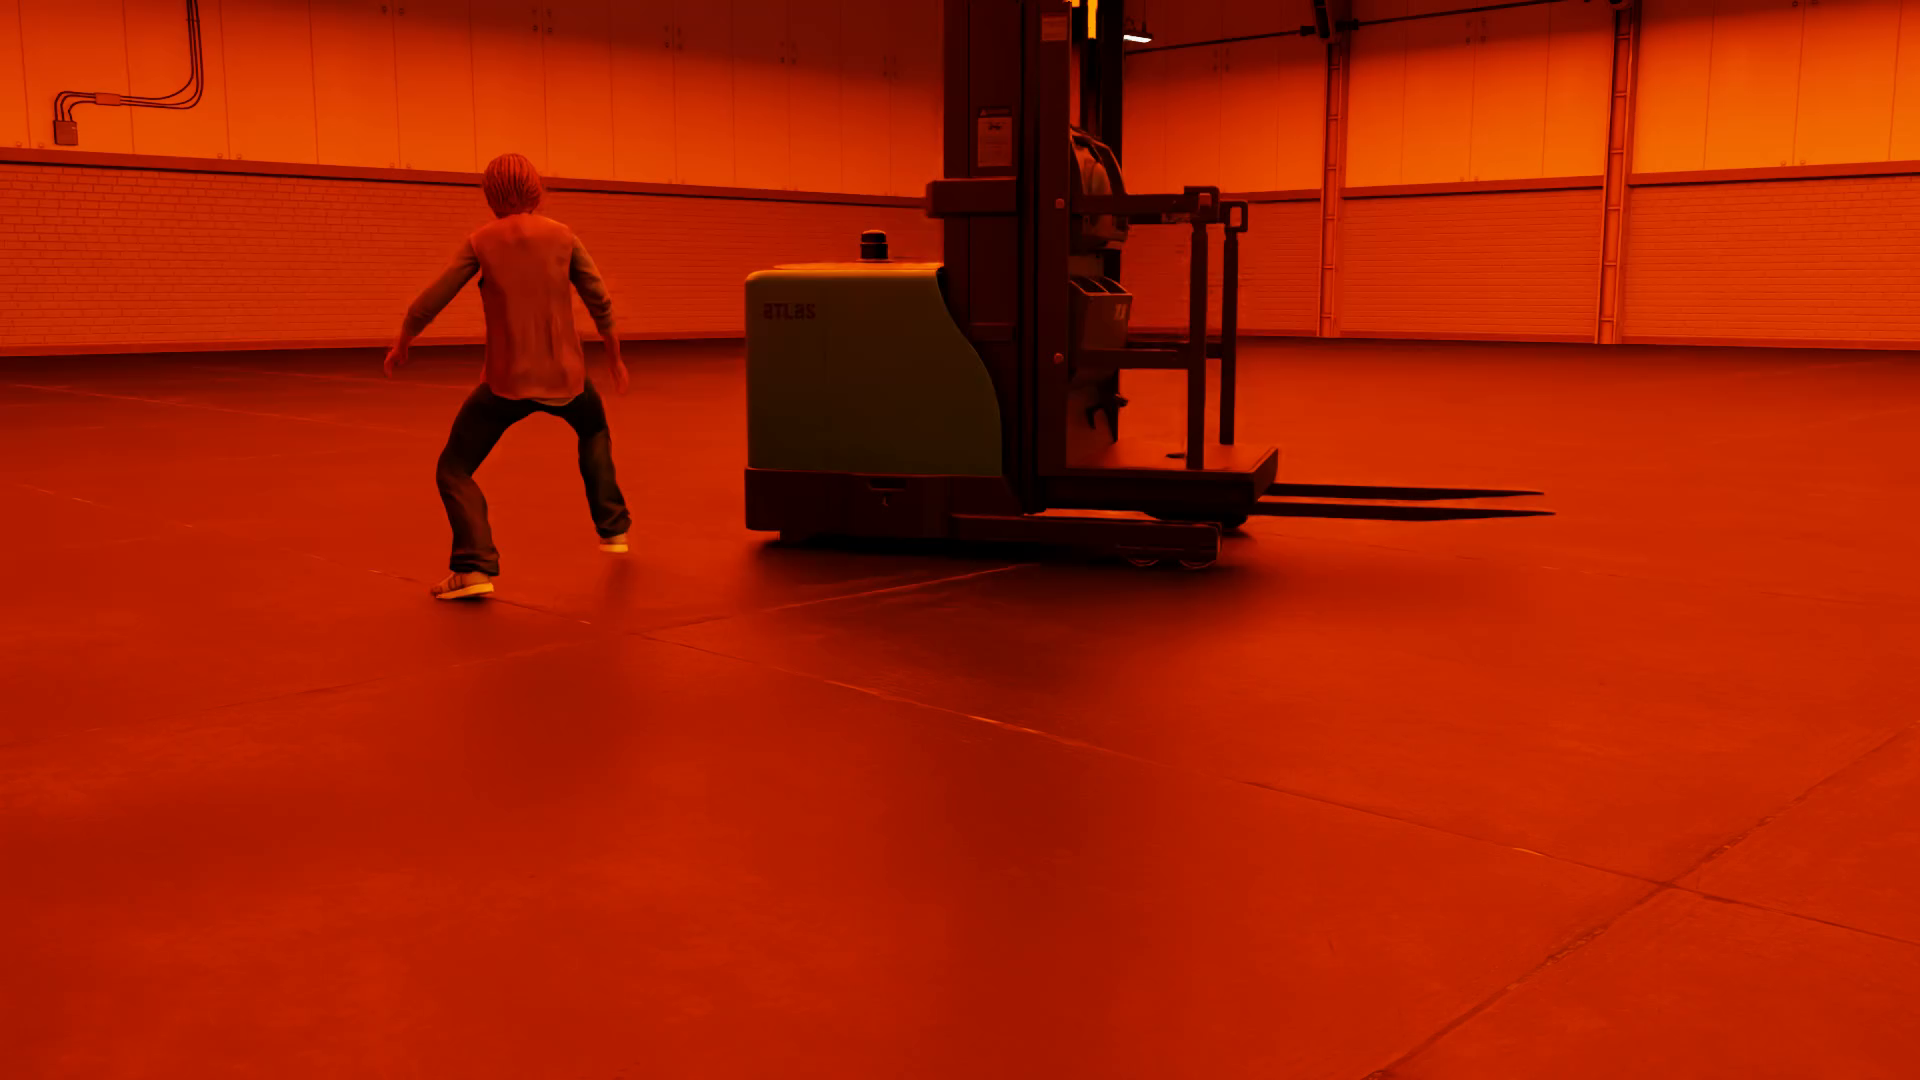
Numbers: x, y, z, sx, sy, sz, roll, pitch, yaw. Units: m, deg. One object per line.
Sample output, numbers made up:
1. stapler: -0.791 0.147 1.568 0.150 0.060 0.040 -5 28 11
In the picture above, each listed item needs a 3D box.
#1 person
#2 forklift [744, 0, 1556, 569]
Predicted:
1. person: -1.515 -0.559 5.657 0.820 1.466 0.648 -3 9 -22
2. forklift: 0.726 -1.432 6.383 3.031 2.935 1.130 2 9 15
